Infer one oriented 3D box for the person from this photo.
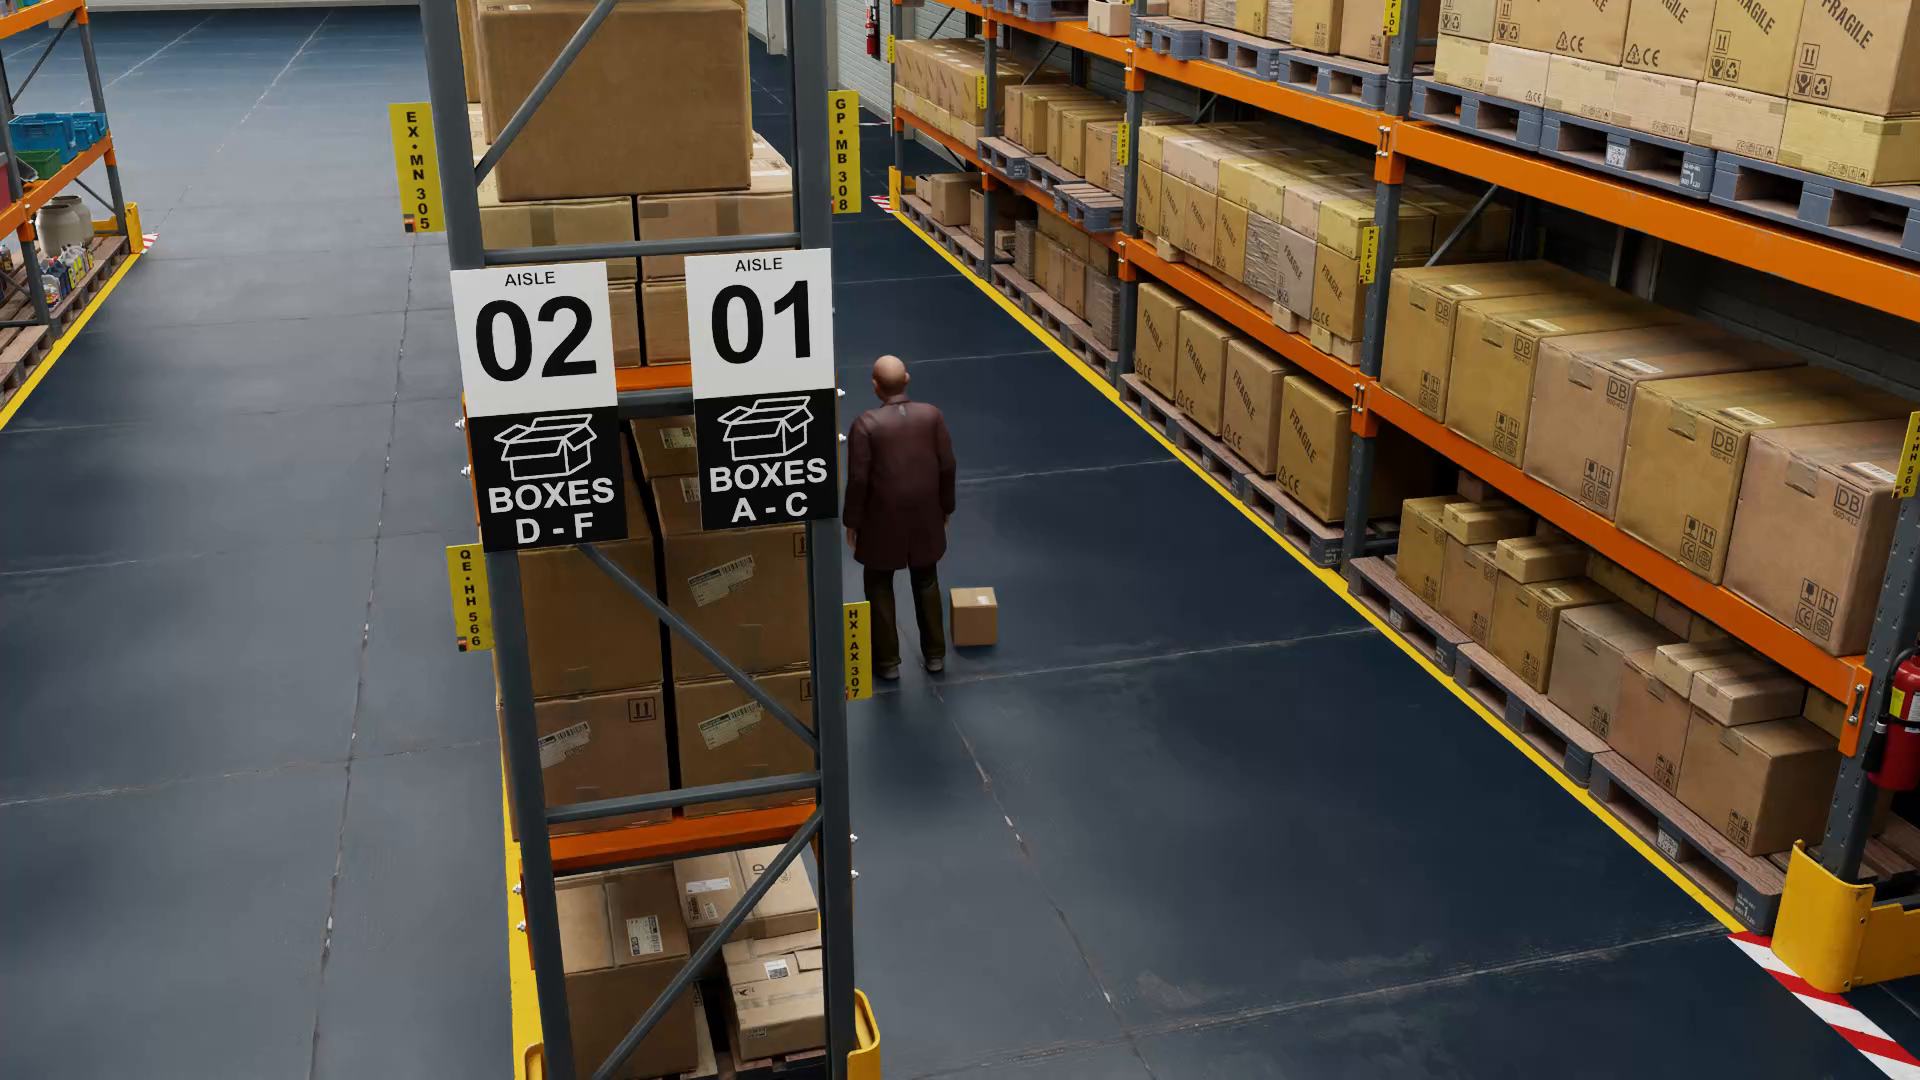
[{"bbox_3d":[-0.328,-0.034,8.934,0.641,1.590,0.432,-8,24,-19],"label":"person"}]
